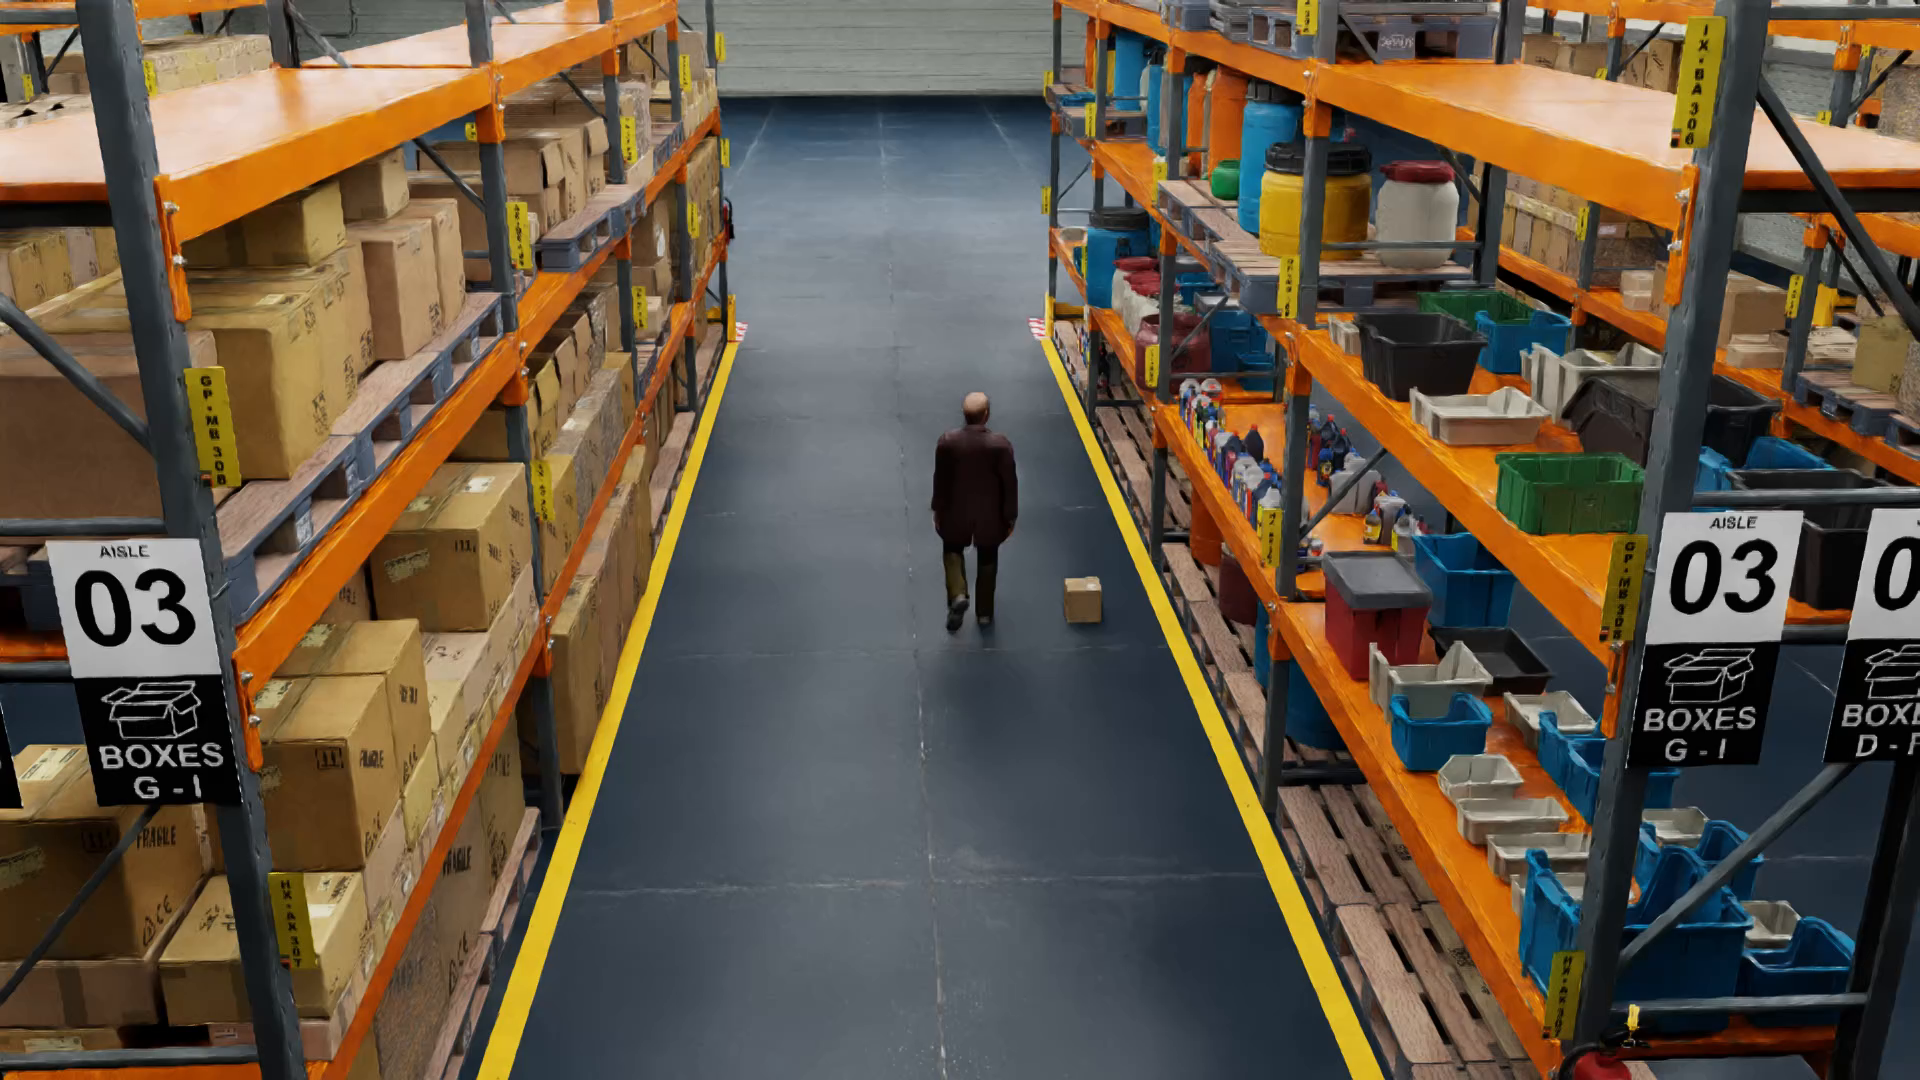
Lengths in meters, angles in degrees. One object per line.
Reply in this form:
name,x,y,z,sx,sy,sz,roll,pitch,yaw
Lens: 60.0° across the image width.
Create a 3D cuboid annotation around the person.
person,0.108,-0.214,11.683,0.617,1.772,0.725,2,20,5
